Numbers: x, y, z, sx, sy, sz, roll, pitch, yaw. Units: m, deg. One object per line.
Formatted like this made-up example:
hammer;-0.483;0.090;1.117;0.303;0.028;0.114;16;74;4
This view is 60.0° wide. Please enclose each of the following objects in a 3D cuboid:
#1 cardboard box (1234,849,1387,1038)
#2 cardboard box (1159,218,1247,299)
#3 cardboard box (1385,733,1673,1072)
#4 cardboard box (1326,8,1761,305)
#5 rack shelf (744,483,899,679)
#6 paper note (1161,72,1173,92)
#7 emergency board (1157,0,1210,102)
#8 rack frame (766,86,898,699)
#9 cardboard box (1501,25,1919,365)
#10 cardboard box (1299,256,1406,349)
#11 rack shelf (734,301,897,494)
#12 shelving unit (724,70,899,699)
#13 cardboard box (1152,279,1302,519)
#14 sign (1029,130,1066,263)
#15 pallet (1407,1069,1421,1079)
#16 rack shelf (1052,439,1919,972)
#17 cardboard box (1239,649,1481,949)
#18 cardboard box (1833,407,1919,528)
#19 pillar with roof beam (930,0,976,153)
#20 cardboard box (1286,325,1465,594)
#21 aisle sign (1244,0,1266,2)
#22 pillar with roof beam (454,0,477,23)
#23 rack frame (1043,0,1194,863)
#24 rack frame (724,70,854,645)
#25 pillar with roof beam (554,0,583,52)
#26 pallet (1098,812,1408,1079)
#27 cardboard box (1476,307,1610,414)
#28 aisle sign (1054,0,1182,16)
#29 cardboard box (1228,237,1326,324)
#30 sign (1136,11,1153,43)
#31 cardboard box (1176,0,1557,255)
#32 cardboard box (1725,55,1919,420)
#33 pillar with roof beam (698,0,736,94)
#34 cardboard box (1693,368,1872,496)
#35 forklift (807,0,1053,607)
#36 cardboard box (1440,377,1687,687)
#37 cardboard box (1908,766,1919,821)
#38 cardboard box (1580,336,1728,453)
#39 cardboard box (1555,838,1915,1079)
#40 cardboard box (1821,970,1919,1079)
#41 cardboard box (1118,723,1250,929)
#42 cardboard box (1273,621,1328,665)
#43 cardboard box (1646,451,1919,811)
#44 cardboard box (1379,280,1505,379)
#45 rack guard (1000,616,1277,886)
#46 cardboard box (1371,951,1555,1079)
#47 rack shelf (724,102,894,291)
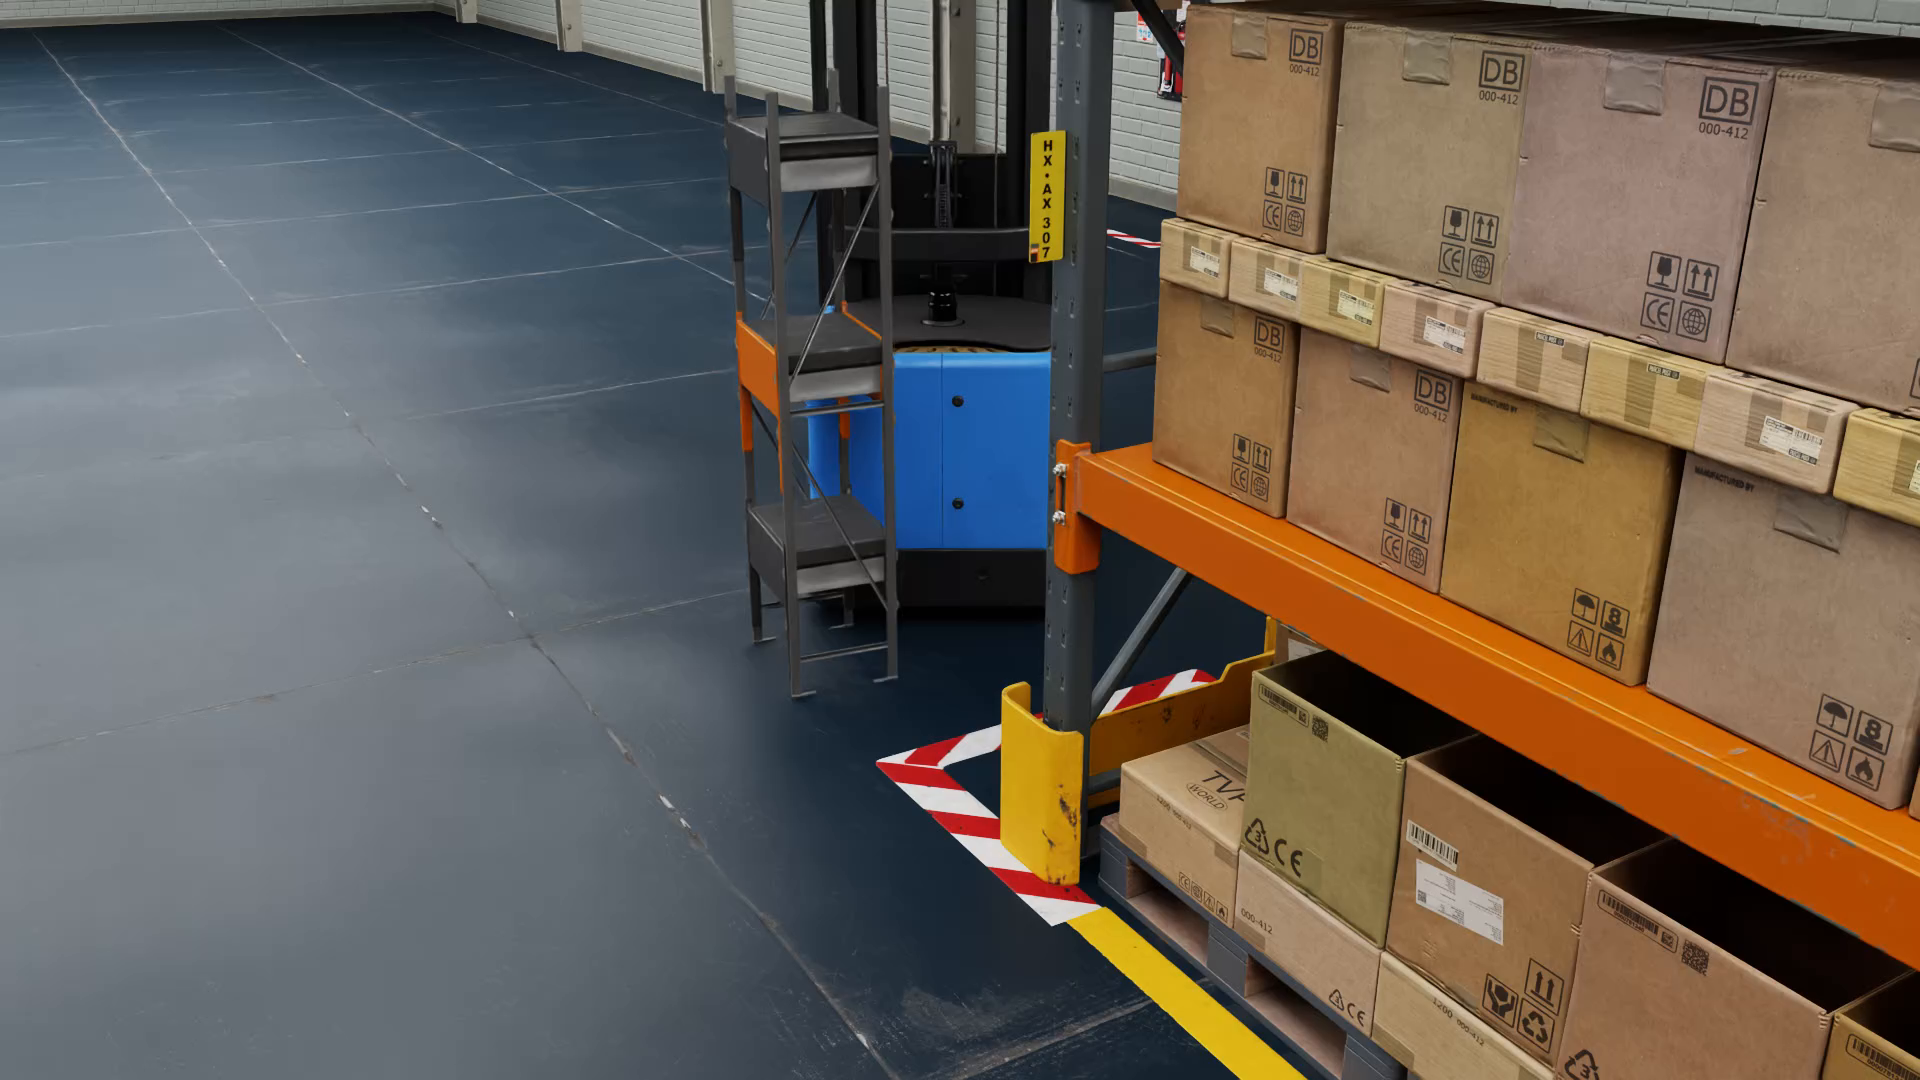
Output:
cardboard box;1.042;0.923;4.151;0.500;0.250;0.500;-13;25;-28
cardboard box;0.716;-0.712;4.085;0.380;0.149;0.250;-13;25;-29
cardboard box;1.307;0.735;3.616;0.500;0.500;0.500;-13;25;-28
cardboard box;1.229;-0.841;3.541;0.700;0.500;0.500;-13;26;-30
rack shelf;-0.507;0.140;6.075;0.431;0.518;0.480;-9;24;-21
paper note;1.733;-3.840;13.944;0.016;0.148;0.142;-13;25;-28
emergency board;1.764;-4.177;13.604;0.194;1.169;0.643;-13;25;-28
rack frame;-0.413;-0.437;5.597;0.400;2.100;0.015;-9;24;-21
cardboard box;1.487;-0.678;3.140;0.700;0.500;0.500;-12;25;-28
cardboard box;0.980;-0.546;3.677;0.380;0.149;0.250;-12;25;-28
rack shelf;-0.508;-0.509;5.811;0.431;0.518;0.480;-9;24;-21
shelving unit;-0.508;-0.522;5.806;0.431;2.100;0.503;-9;24;-21
cardboard box;0.928;-0.426;4.244;0.700;0.500;0.500;-13;25;-28
sign;0.221;-0.867;4.205;0.100;0.325;0.005;-13;25;-28
pallet;1.747;1.392;3.606;1.003;0.211;1.213;-13;25;-28
rack shelf;1.722;0.447;3.183;1.077;0.370;4.000;-13;25;-28
cardboard box;1.041;0.576;4.009;0.500;0.500;0.500;-13;25;-28
cardboard box;1.635;-0.129;2.651;0.380;0.149;0.250;-12;25;-27
pillar with roof beam;-3.772;-7.263;13.230;9.100;9.000;0.400;-13;25;-28
cardboard box;1.201;-0.257;3.828;0.700;0.500;0.500;-12;25;-27
aisle sign;0.920;-1.816;4.343;0.394;0.787;0.004;-13;25;-28
pillar with roof beam;-12.967;-13.090;27.565;9.100;9.000;0.400;-13;25;-28
rack frame;0.701;-0.534;4.641;1.000;3.000;0.127;-13;25;-28
rack frame;-0.602;-0.606;6.014;0.400;2.100;0.015;-9;24;-21
pillar with roof beam;-9.902;-11.148;22.787;9.100;9.000;0.400;-13;25;-28
pallet;1.127;0.998;4.577;1.003;0.211;1.213;-13;25;-28
cardboard box;1.245;-0.378;3.264;0.380;0.149;0.250;-14;26;-30
aisle sign;0.404;-1.700;4.059;0.394;0.787;0.004;-13;25;-28
cardboard box;0.853;-0.627;3.876;0.380;0.149;0.250;-13;26;-30
sign;1.571;-4.392;14.087;0.001;0.329;0.234;-13;25;-28
cardboard box;0.955;-1.010;3.958;0.700;0.500;0.500;-13;25;-28
cardboard box;1.743;-0.516;2.741;0.700;0.500;0.500;-13;25;-28
pillar with roof beam;-6.837;-9.205;18.008;9.100;9.000;0.400;-13;25;-28
cardboard box;1.501;-0.214;2.861;0.380;0.149;0.250;-12;25;-28
forklift;-0.076;-1.601;7.357;1.130;2.935;3.031;0;22;0
cardboard box;1.449;-0.095;3.430;0.700;0.500;0.500;-12;25;-28
cardboard box;1.984;0.240;2.605;0.700;0.500;0.500;-12;25;-27
cardboard box;1.376;-0.296;3.061;0.380;0.149;0.250;-13;25;-29
cardboard box;1.547;0.901;3.210;0.500;0.500;0.500;-13;25;-28
cardboard box;1.815;1.060;2.819;0.500;0.500;0.500;-13;25;-28
cardboard box;0.783;0.762;4.547;0.500;0.250;0.500;-13;25;-28
cardboard box;1.231;0.315;4.652;0.500;0.500;0.500;-13;25;-28
cardboard box;1.721;0.074;3.012;0.700;0.500;0.500;-12;25;-27
cardboard box;1.107;-0.464;3.475;0.380;0.149;0.250;-13;26;-29
rack guard;0.689;0.617;5.131;1.175;0.500;0.348;-13;25;-28
cardboard box;1.297;1.085;3.752;0.500;0.250;0.500;-13;25;-28
rack shelf;-0.508;-1.157;5.548;0.431;0.518;0.480;-9;24;-21
